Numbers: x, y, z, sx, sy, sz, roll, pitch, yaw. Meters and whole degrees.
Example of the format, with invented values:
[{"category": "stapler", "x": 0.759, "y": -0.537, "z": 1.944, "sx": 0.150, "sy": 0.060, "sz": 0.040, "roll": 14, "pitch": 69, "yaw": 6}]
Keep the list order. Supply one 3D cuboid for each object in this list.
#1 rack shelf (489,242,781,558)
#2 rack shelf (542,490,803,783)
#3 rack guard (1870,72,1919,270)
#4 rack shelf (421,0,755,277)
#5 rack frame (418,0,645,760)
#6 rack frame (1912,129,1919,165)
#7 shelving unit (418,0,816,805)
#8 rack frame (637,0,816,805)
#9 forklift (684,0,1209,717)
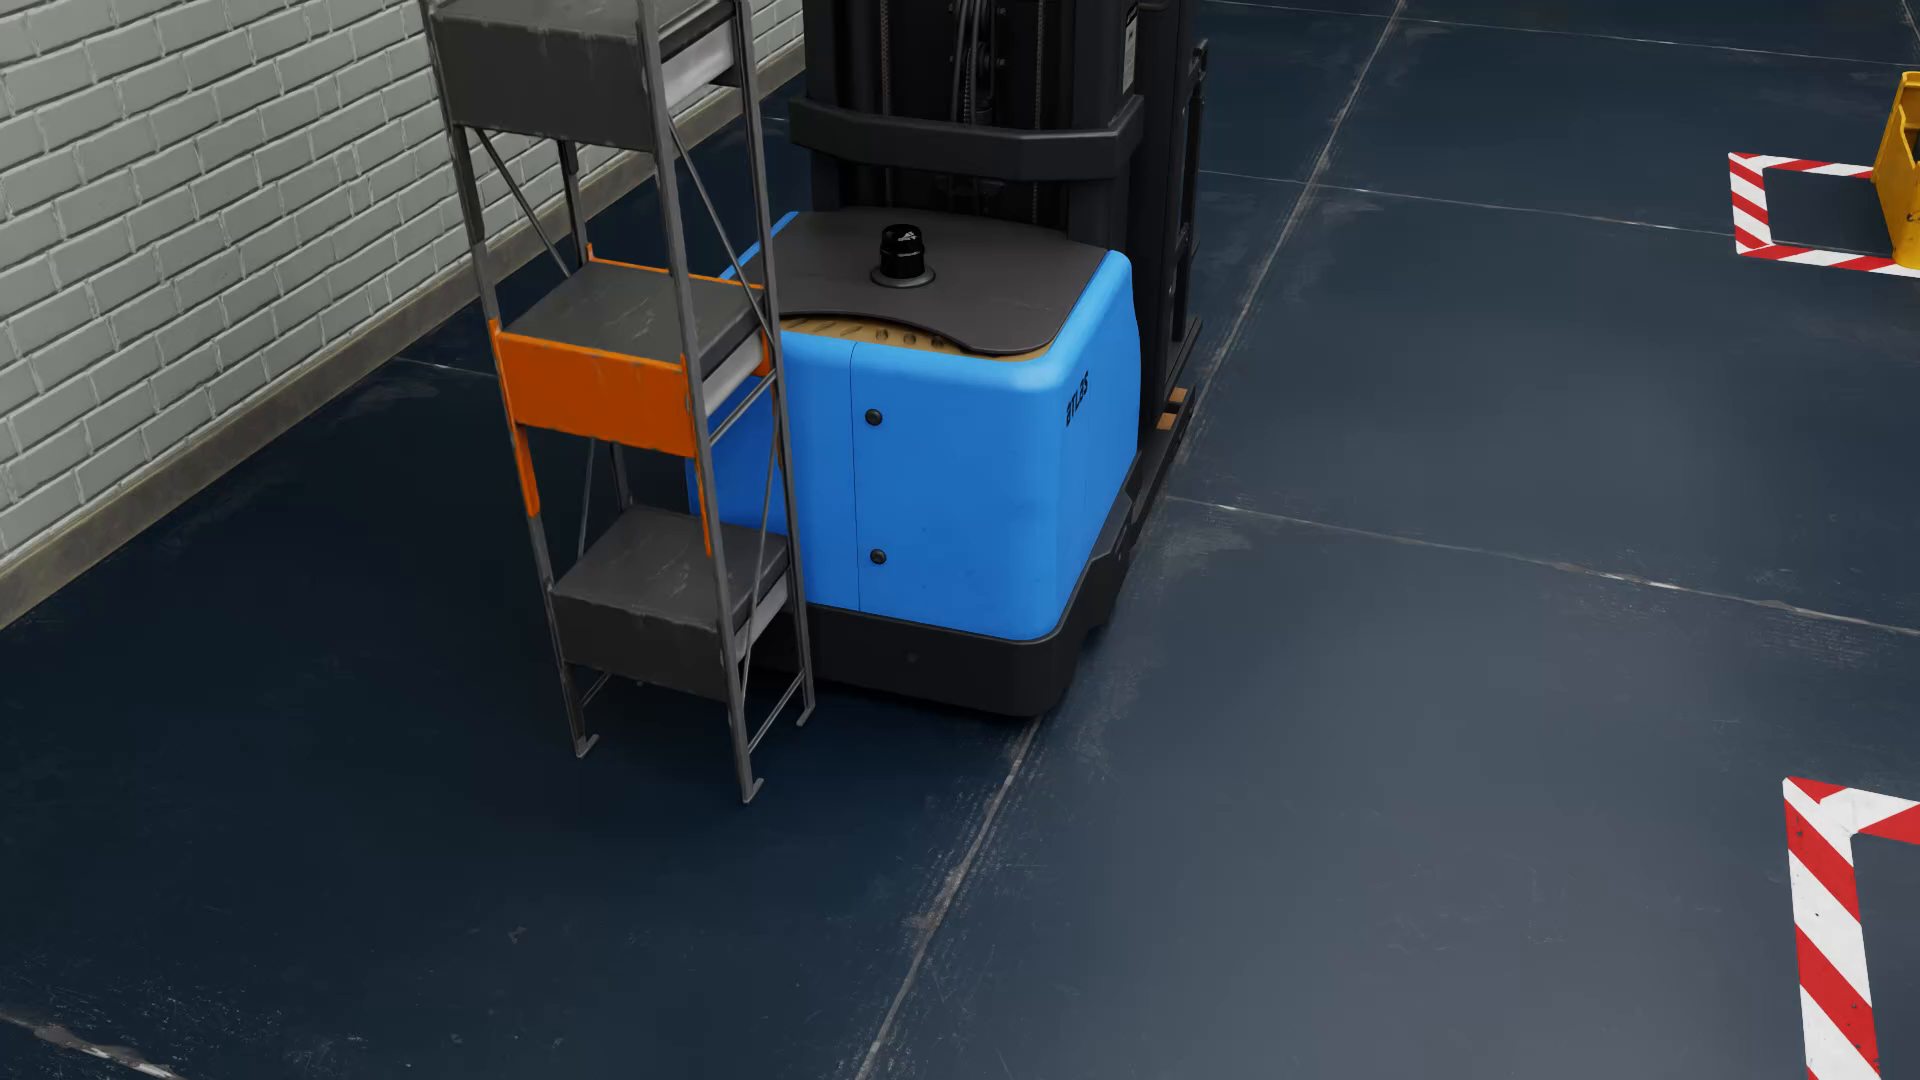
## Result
[{"category": "rack shelf", "x": -0.718, "y": -0.330, "z": 3.829, "sx": 0.480, "sy": 0.518, "sz": 0.431, "roll": 12, "pitch": 38, "yaw": 18}, {"category": "rack shelf", "x": -0.705, "y": 0.239, "z": 4.237, "sx": 0.480, "sy": 0.518, "sz": 0.431, "roll": 12, "pitch": 38, "yaw": 18}, {"category": "rack guard", "x": 4.319, "y": -1.633, "z": 7.319, "sx": 0.348, "sy": 0.500, "sz": 1.175, "roll": 11, "pitch": 34, "yaw": 16}, {"category": "rack shelf", "x": -0.732, "y": -0.898, "z": 3.422, "sx": 0.480, "sy": 0.518, "sz": 0.431, "roll": 12, "pitch": 38, "yaw": 18}, {"category": "rack frame", "x": -0.946, "y": -0.388, "z": 3.895, "sx": 0.015, "sy": 2.100, "sz": 0.400, "roll": 12, "pitch": 38, "yaw": 18}, {"category": "rack frame", "x": 4.342, "y": -2.679, "z": 6.634, "sx": 0.127, "sy": 3.000, "sz": 1.000, "roll": 11, "pitch": 34, "yaw": 16}, {"category": "shelving unit", "x": -0.719, "y": -0.341, "z": 3.821, "sx": 0.503, "sy": 2.100, "sz": 0.431, "roll": 12, "pitch": 38, "yaw": 18}, {"category": "rack frame", "x": -0.491, "y": -0.293, "z": 3.748, "sx": 0.015, "sy": 2.100, "sz": 0.400, "roll": 12, "pitch": 38, "yaw": 18}, {"category": "forklift", "x": 0.190, "y": -1.557, "z": 4.959, "sx": 1.130, "sy": 2.935, "sz": 3.031, "roll": 10, "pitch": 34, "yaw": 15}]
